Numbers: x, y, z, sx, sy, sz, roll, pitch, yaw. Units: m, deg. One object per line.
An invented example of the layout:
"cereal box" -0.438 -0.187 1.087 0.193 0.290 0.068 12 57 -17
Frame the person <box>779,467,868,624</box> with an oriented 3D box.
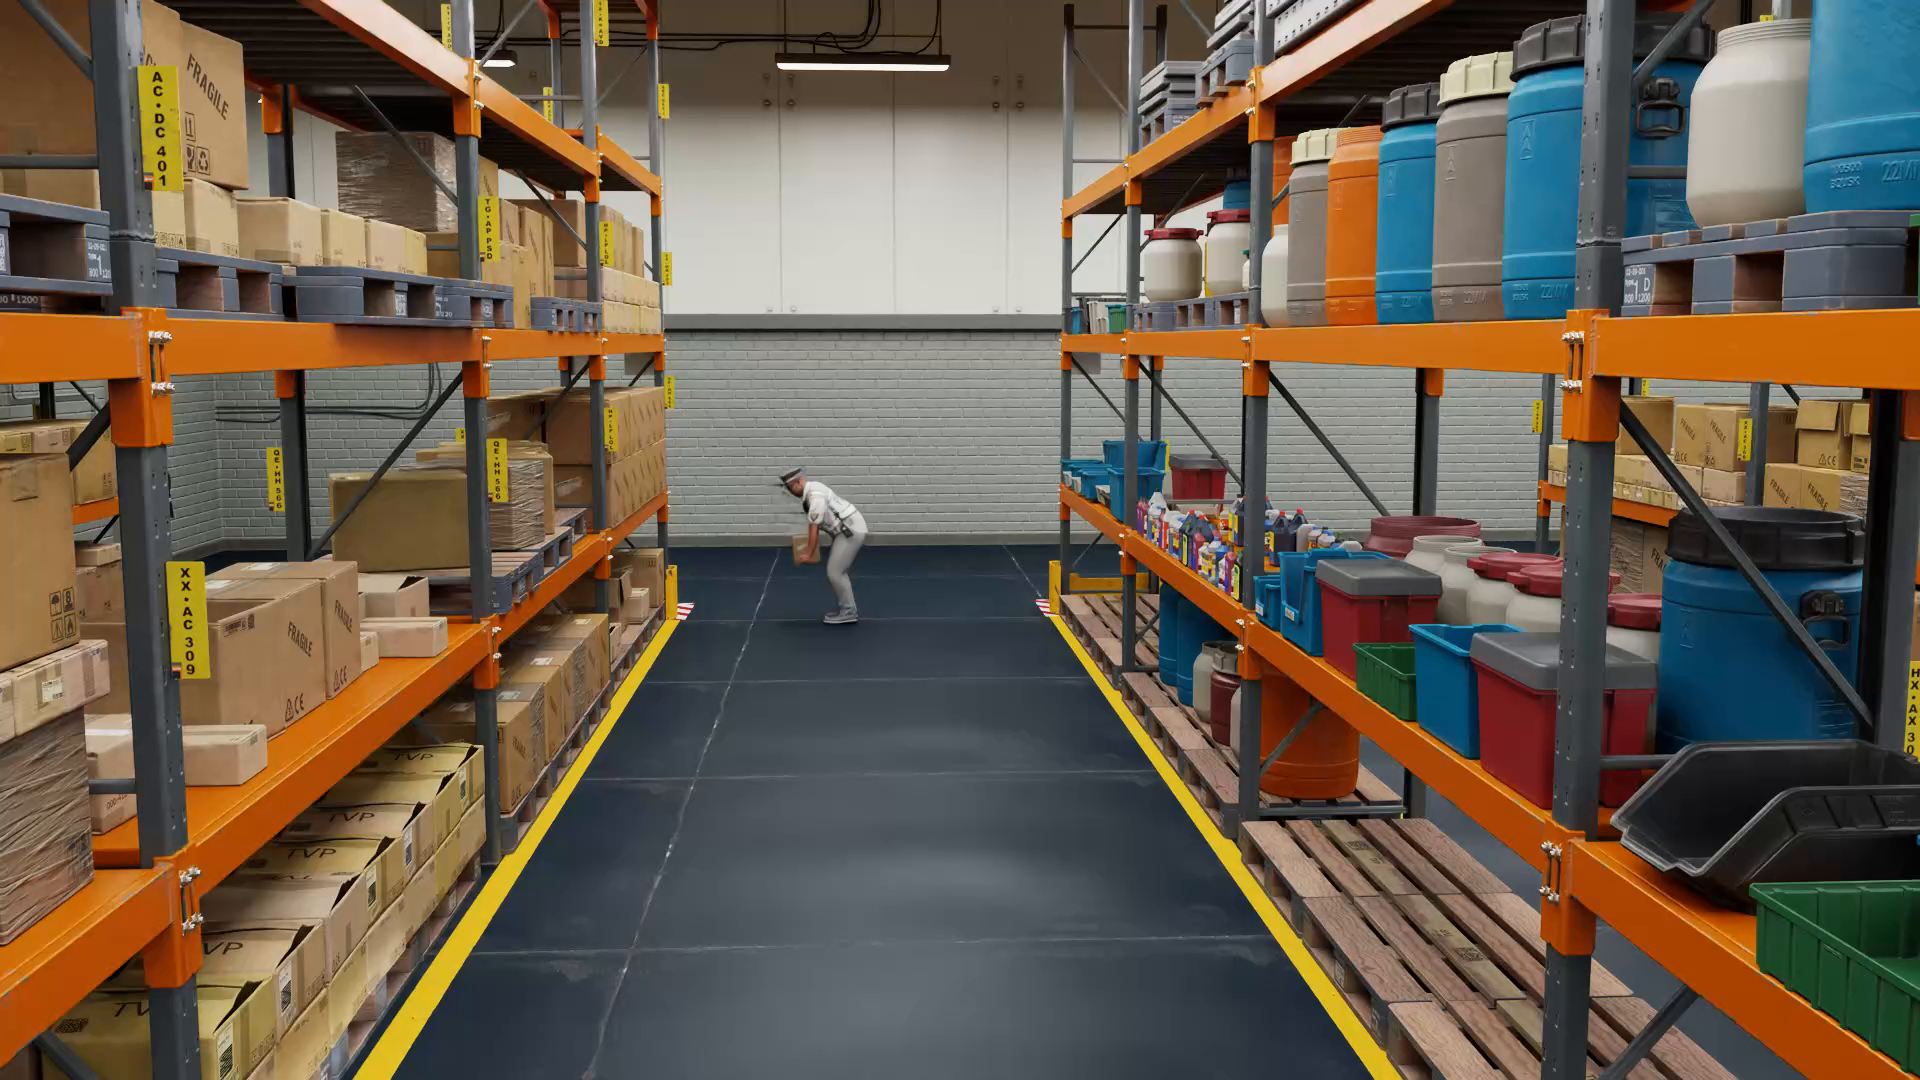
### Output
"person" -1.333 0.047 16.289 0.860 1.529 0.487 -1 7 -5
